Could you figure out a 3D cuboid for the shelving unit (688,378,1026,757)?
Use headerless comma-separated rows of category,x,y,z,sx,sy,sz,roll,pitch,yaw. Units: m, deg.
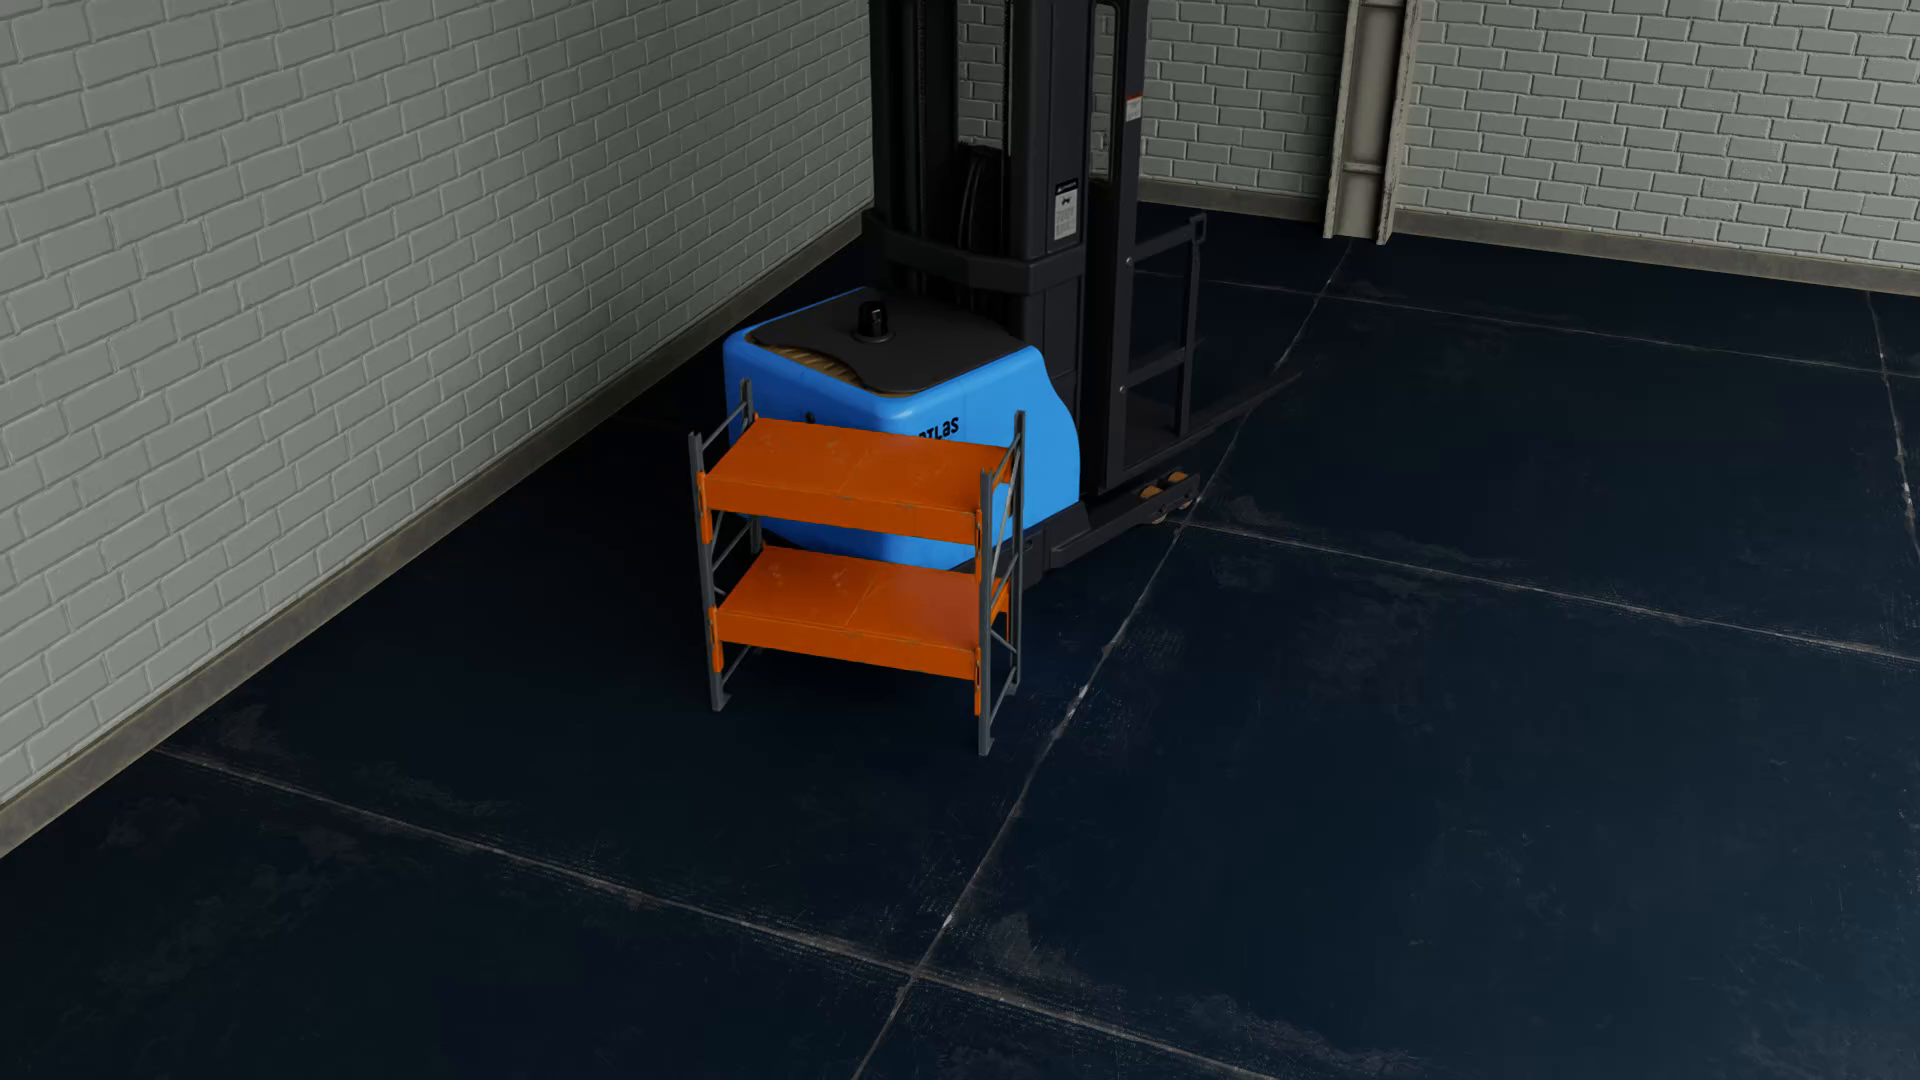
shelving unit,-0.343,0.092,5.945,1.048,1.125,0.538,8,30,14

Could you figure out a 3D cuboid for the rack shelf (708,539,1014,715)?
rack shelf,-0.343,0.304,6.065,1.000,0.278,0.538,8,30,14

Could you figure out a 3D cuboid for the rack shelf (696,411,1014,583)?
rack shelf,-0.343,-0.163,5.801,1.000,0.278,0.538,8,30,14

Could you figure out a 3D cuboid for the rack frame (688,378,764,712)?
rack frame,-0.833,0.024,6.064,0.032,1.125,0.500,8,30,14

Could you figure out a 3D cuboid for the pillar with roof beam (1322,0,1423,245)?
pillar with roof beam,0.952,-3.935,5.067,0.400,9.000,9.100,11,31,19

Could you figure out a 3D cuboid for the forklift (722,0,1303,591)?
forklift,0.433,-1.501,6.927,1.130,2.935,3.031,25,38,37

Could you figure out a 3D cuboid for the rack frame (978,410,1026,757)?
rack frame,0.146,0.159,5.826,0.032,1.125,0.500,8,30,14
